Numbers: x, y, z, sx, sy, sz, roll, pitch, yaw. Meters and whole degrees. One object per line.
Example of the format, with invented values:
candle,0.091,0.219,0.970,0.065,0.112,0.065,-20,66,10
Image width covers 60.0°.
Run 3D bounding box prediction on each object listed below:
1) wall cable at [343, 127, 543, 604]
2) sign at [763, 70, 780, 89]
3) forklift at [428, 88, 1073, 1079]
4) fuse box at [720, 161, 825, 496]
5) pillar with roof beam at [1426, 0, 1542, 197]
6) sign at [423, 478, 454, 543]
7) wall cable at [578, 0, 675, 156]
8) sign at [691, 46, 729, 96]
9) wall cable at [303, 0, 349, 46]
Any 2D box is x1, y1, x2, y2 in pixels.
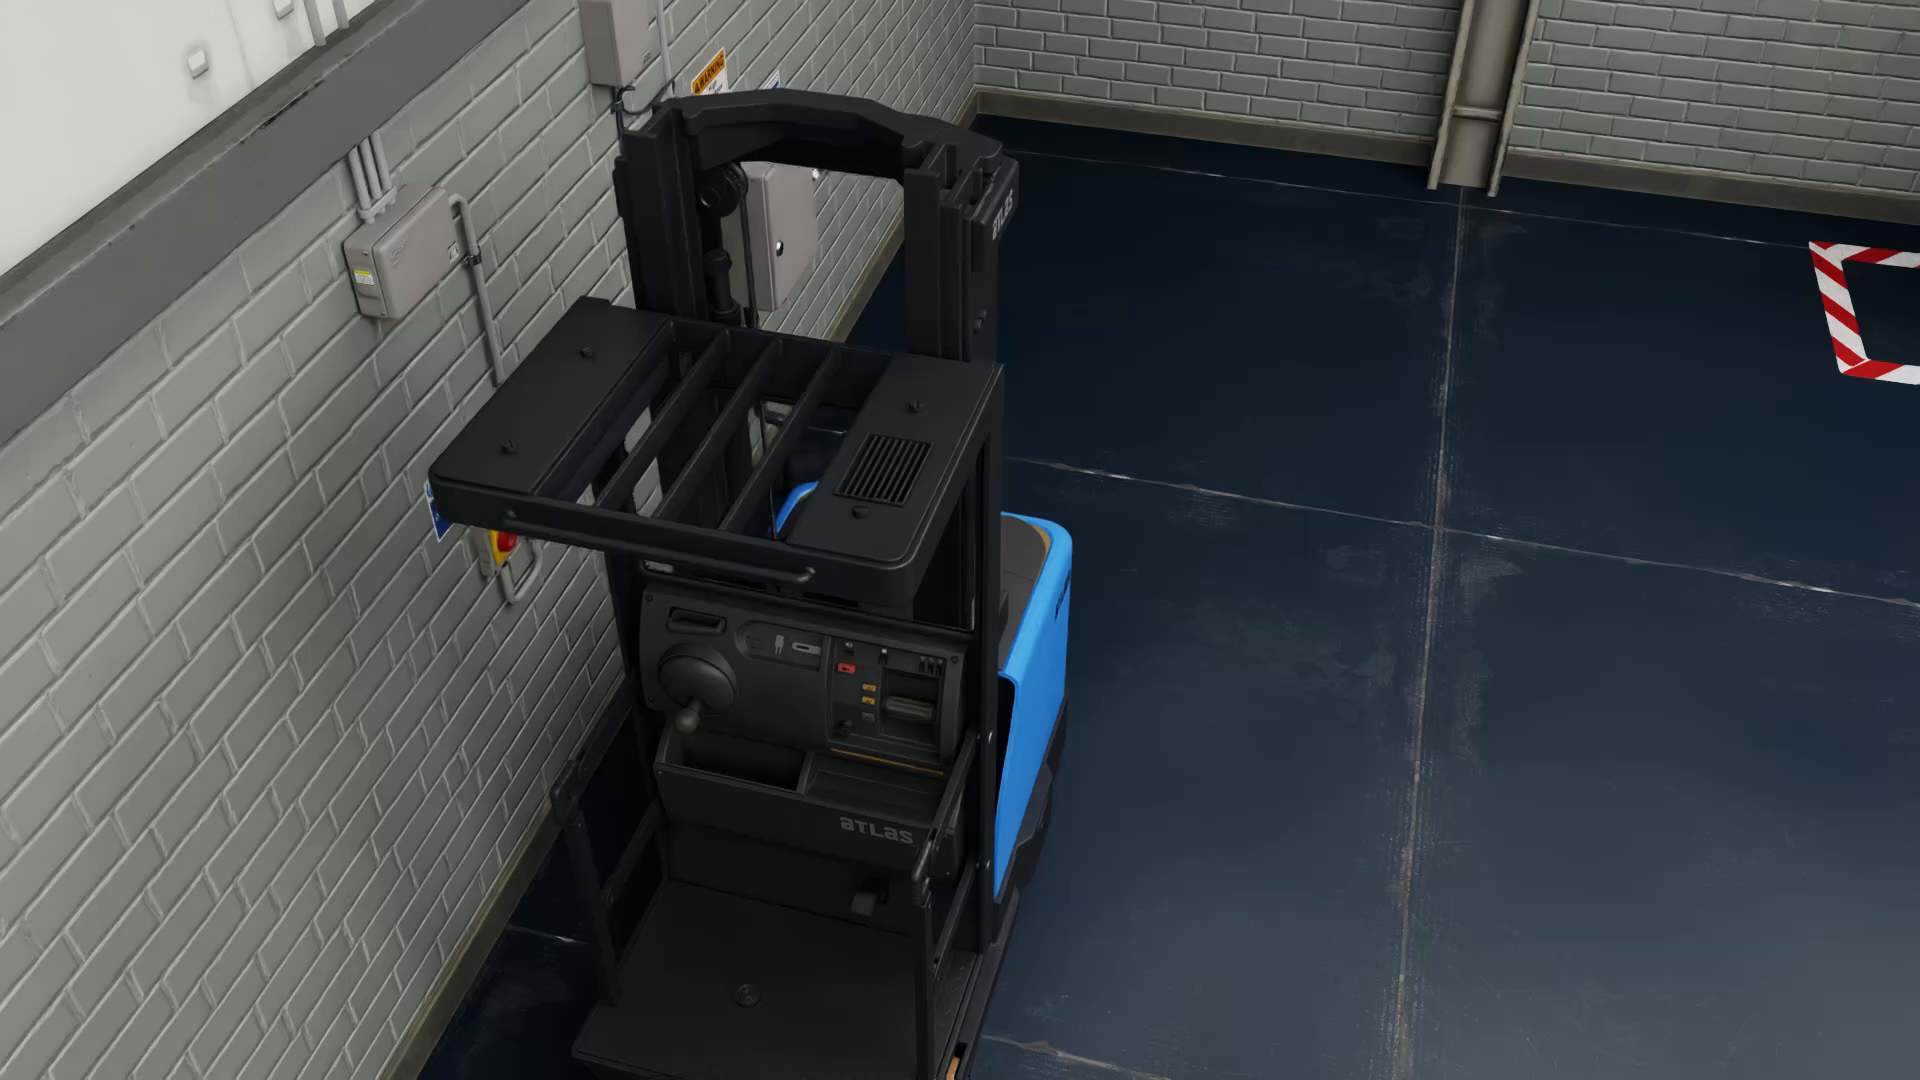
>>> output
wall cable,-1.412,-0.492,4.689,0.123,1.953,0.585,10,41,11
sign,-0.800,-1.677,6.988,0.001,0.494,0.329,10,41,11
forklift,-0.501,0.467,4.414,1.130,2.935,3.031,10,41,12
fuse box,-0.728,-0.879,6.966,0.414,1.711,0.539,10,41,11
pillar with roof beam,1.836,-2.884,3.686,0.400,9.000,9.100,10,41,11
sign,-1.483,-0.175,4.916,0.001,0.218,0.327,10,41,11
wall cable,-1.056,-1.363,5.751,0.122,1.984,0.588,10,41,11
sign,-0.942,-1.688,6.286,0.001,0.242,0.339,10,41,11
wall cable,-1.526,-2.236,2.915,0.029,3.000,0.463,10,41,11
